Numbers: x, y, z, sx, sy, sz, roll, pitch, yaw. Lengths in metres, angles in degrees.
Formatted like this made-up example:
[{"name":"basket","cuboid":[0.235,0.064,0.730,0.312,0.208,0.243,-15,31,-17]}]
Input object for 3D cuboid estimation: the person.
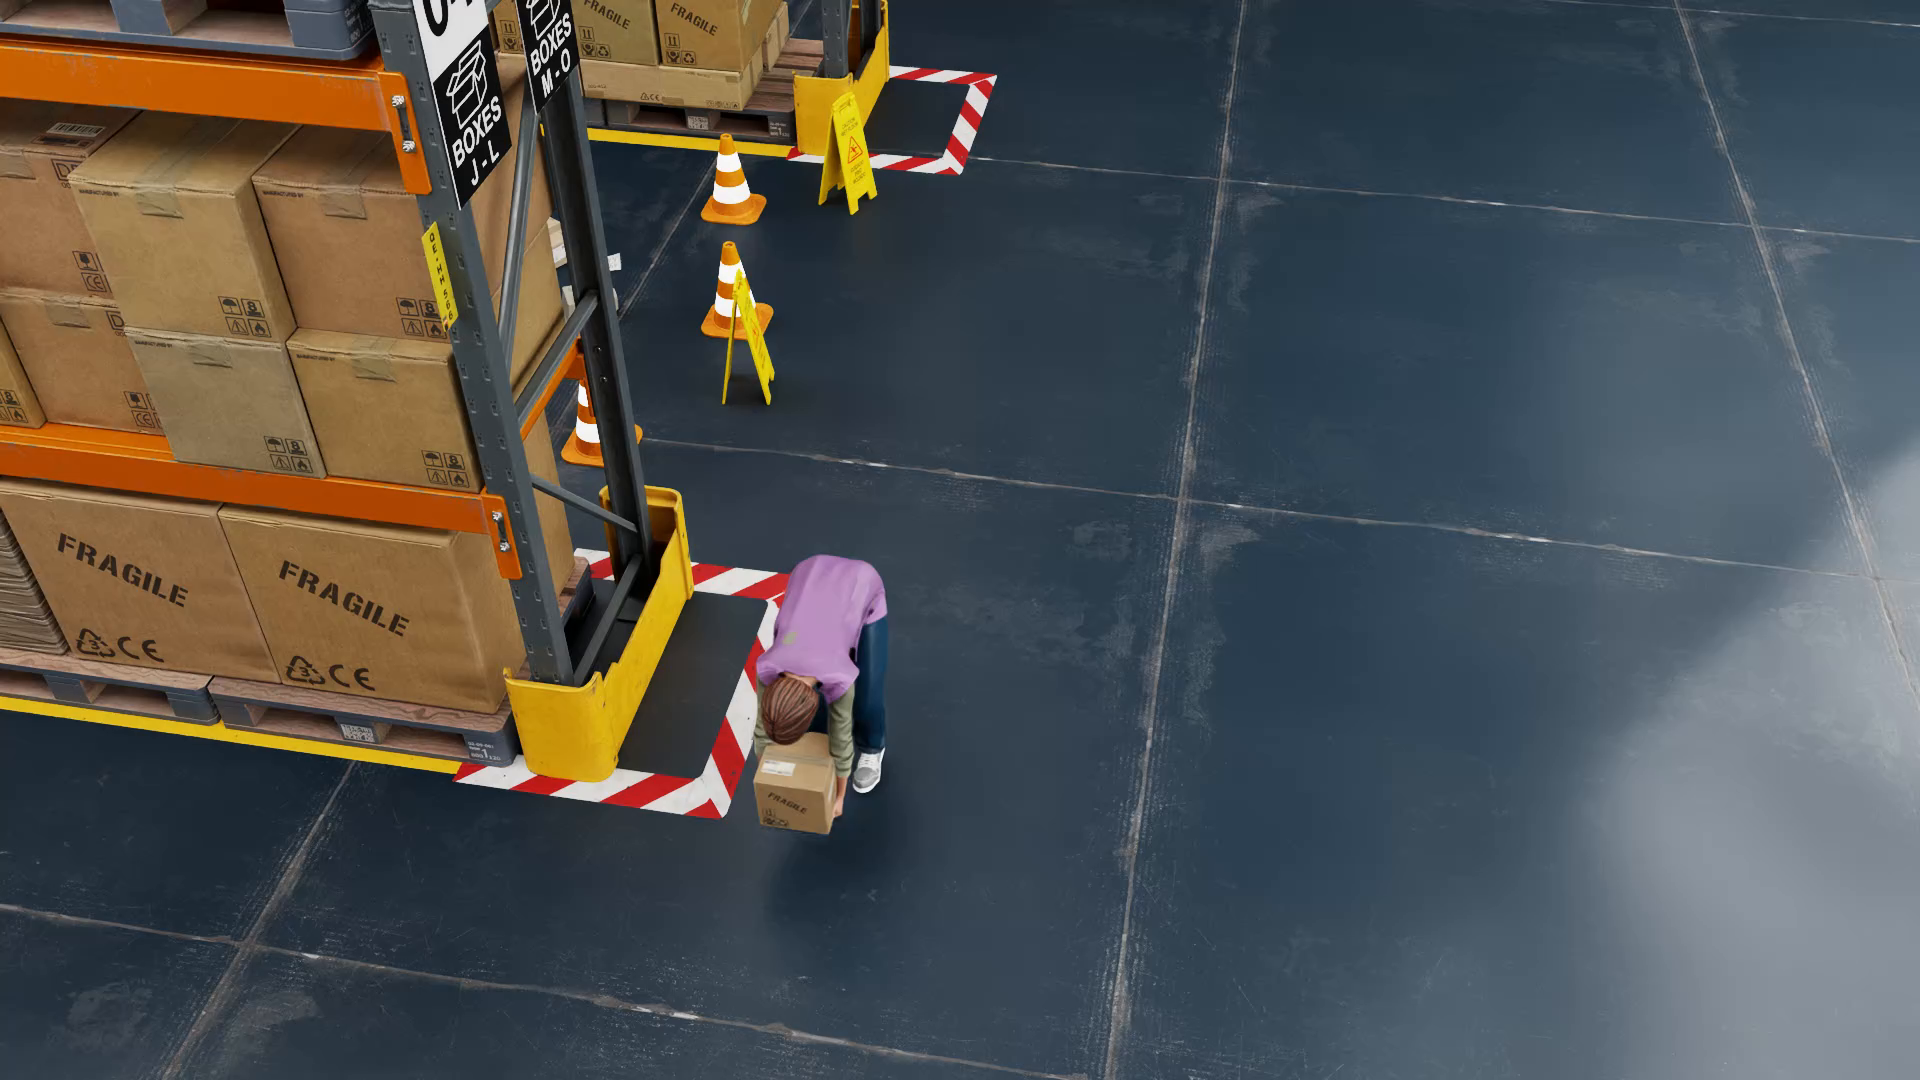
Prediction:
[{"name":"person","cuboid":[-0.495,0.609,5.929,0.394,0.990,0.871,9,42,10]}]
